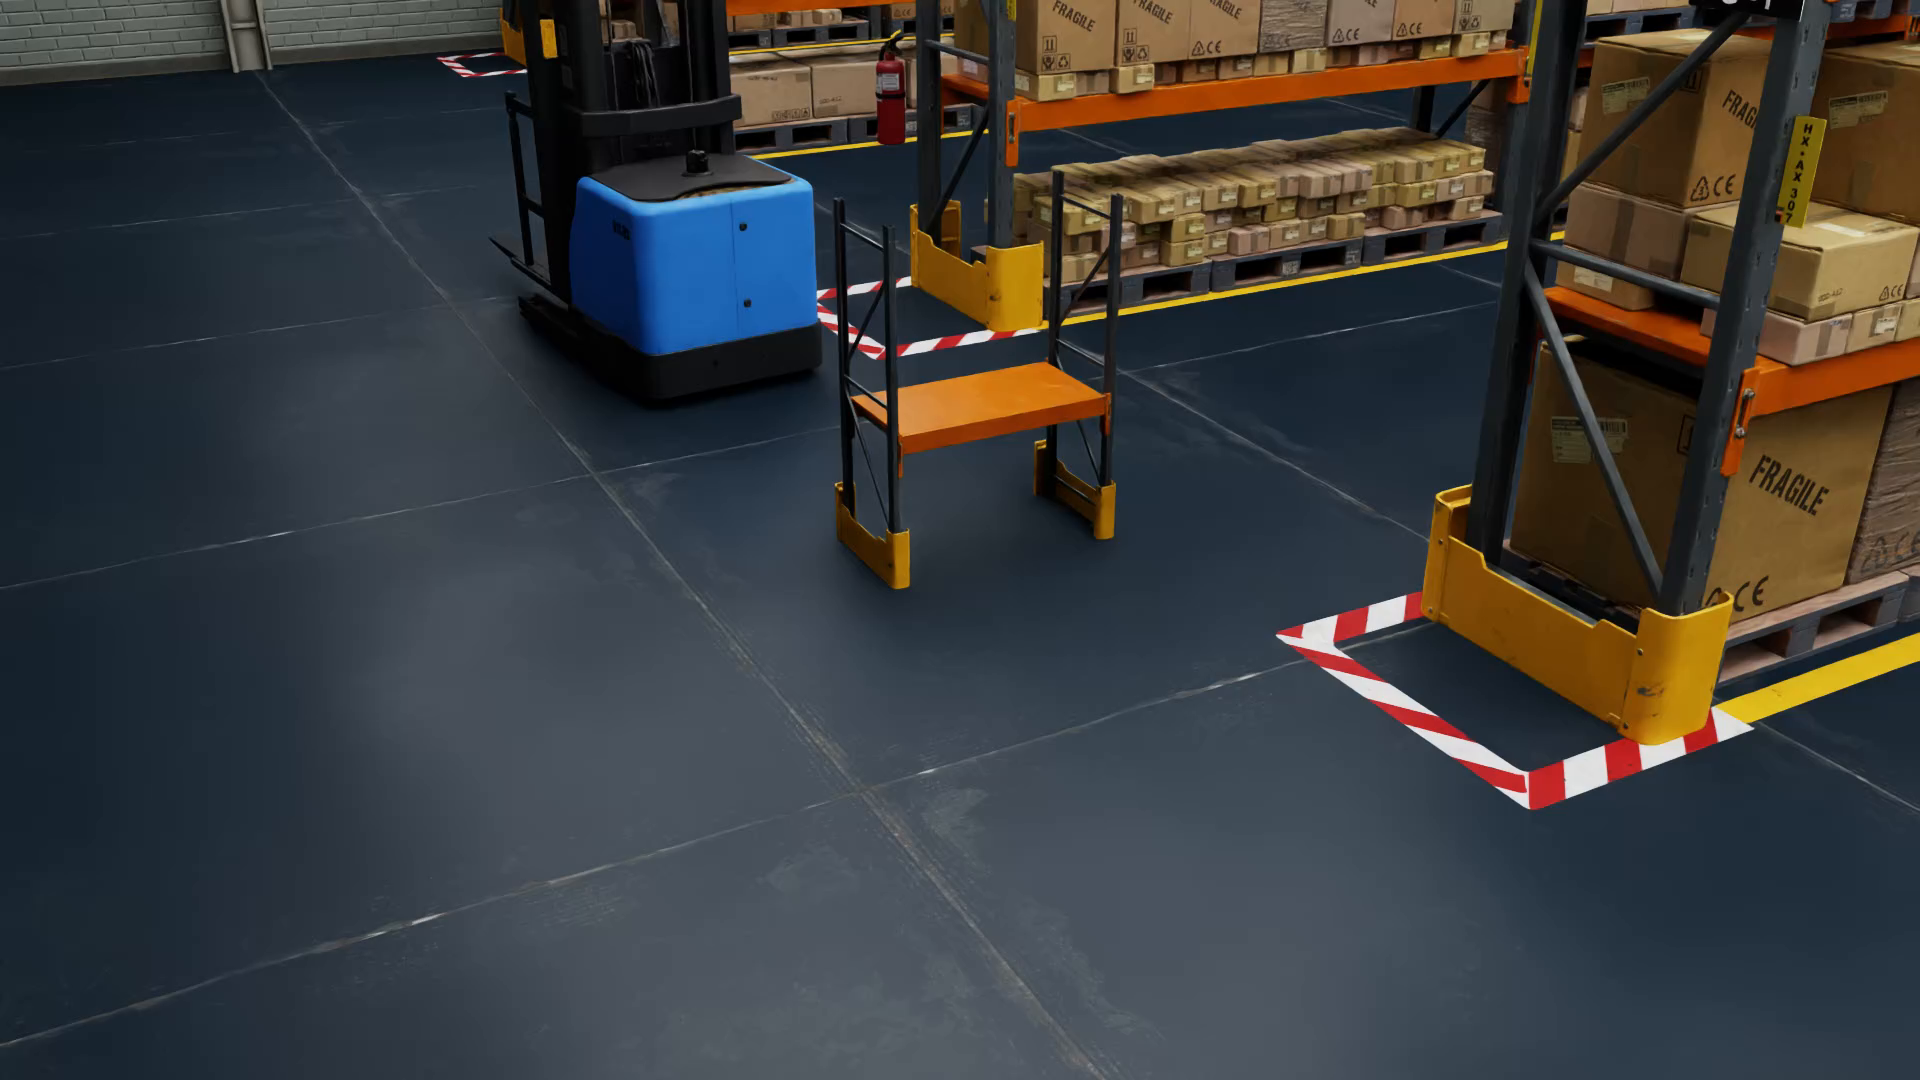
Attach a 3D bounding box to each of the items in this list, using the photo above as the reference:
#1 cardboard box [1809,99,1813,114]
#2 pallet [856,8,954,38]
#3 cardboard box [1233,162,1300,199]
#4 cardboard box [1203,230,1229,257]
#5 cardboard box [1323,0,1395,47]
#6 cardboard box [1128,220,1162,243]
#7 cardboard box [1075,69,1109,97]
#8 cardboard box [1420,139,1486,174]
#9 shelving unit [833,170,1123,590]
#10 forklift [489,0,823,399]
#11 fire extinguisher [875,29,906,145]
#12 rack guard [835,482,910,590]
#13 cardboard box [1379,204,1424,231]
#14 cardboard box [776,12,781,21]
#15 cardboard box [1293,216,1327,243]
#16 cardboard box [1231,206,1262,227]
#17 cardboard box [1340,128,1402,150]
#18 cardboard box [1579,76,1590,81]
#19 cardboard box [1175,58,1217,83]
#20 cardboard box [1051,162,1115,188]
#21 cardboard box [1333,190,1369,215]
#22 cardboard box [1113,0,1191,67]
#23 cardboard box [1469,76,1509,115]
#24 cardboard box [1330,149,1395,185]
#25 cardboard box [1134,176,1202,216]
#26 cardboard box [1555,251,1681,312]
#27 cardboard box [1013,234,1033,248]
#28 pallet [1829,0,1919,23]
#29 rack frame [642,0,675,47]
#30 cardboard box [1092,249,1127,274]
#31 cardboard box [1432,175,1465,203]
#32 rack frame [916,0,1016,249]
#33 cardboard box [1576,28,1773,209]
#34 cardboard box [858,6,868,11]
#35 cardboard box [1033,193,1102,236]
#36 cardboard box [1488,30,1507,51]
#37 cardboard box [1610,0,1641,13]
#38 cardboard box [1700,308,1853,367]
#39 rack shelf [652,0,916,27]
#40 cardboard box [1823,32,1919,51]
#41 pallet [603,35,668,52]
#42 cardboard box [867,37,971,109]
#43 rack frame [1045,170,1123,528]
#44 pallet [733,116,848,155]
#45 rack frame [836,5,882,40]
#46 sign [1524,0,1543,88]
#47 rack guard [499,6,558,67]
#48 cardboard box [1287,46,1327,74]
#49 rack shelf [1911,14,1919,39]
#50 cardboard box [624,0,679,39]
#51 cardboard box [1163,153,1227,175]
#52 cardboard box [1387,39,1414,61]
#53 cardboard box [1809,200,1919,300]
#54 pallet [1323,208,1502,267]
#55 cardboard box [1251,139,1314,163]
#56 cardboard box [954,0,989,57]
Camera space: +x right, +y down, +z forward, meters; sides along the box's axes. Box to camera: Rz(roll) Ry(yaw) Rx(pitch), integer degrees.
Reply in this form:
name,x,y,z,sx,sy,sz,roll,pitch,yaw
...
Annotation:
name,x,y,z,sx,sy,sz,roll,pitch,yaw
cardboard box,6.163,-3.161,12.770,0.500,0.500,0.500,-12,28,-23
pallet,-0.506,-6.309,20.148,1.213,0.211,1.003,-13,29,-25
cardboard box,1.973,-2.320,10.737,0.250,0.149,0.380,-13,29,-25
cardboard box,1.500,-1.932,10.617,0.250,0.149,0.380,-13,29,-25
cardboard box,2.359,-3.388,10.382,0.500,0.500,0.500,-13,29,-25
cardboard box,1.047,-1.972,10.356,0.250,0.149,0.380,-13,28,-24
cardboard box,0.667,-2.702,9.703,0.250,0.149,0.380,-12,28,-23
cardboard box,3.360,-2.622,11.367,0.250,0.149,0.380,-12,28,-24
shelving unit,0.067,-0.692,6.958,1.083,1.500,0.587,-13,29,-25
forklift,-1.976,-2.640,9.361,1.130,2.935,3.031,-16,30,-29
fire extinguisher,-0.418,-2.729,9.989,0.183,0.674,0.296,-13,29,-25
rack guard,-0.372,-0.027,7.017,0.087,0.250,0.587,-13,29,-25
cardboard box,2.894,-2.216,11.209,0.250,0.149,0.380,-14,29,-27
cardboard box,-2.283,-6.158,19.419,0.250,0.149,0.380,-13,29,-26
cardboard box,2.190,-2.078,10.920,0.250,0.149,0.380,-12,28,-24
cardboard box,1.734,-2.144,10.715,0.250,0.149,0.380,-11,28,-22
cardboard box,2.879,-2.770,11.674,0.250,0.149,0.380,-12,28,-23
cardboard box,4.796,-3.181,11.947,0.500,0.250,0.500,-12,28,-24
cardboard box,1.345,-2.888,10.089,0.250,0.149,0.380,-13,29,-26
cardboard box,0.787,-2.315,10.726,0.250,0.149,0.380,-14,29,-26
cardboard box,2.479,-2.280,10.999,0.250,0.149,0.380,-12,28,-24
cardboard box,1.008,-3.091,9.763,0.500,0.500,0.500,-13,29,-25
cardboard box,4.089,-3.271,12.133,0.500,0.250,0.500,-14,29,-26
cardboard box,2.671,-2.479,11.068,0.250,0.149,0.380,-12,28,-23
cardboard box,1.293,-2.143,10.369,0.250,0.149,0.380,-15,29,-28
cardboard box,2.426,-0.977,6.110,0.250,0.149,0.380,-12,28,-24
cardboard box,0.388,-1.898,10.546,0.250,0.149,0.380,-12,28,-24
pallet,6.502,-4.164,12.679,1.003,0.211,1.213,-13,29,-25
rack frame,-2.397,-4.677,13.525,0.127,3.000,1.000,-13,29,-25
cardboard box,0.827,-1.780,10.301,0.250,0.149,0.380,-13,29,-25
cardboard box,3.190,-2.415,11.278,0.250,0.149,0.380,-14,29,-28
rack frame,0.022,-2.807,9.631,0.127,3.000,1.000,-13,29,-25
cardboard box,2.573,-1.496,5.864,0.500,0.500,0.500,-13,28,-24
cardboard box,-0.912,-6.662,20.063,0.500,0.500,0.500,-13,29,-25
cardboard box,0.644,-1.956,9.980,0.250,0.149,0.380,-14,29,-27
cardboard box,3.409,-3.361,11.075,0.250,0.149,0.380,-13,29,-26
cardboard box,4.357,-3.661,11.215,0.250,0.149,0.380,-13,28,-24
cardboard box,2.735,-0.725,5.585,0.250,0.149,0.380,-13,28,-25
rack shelf,-0.632,-4.760,14.530,4.000,0.370,1.077,-13,29,-25
cardboard box,7.660,-3.701,13.607,0.750,0.750,1.050,-13,29,-26
pallet,-3.966,-5.493,18.447,1.213,0.211,1.003,-13,29,-25
cardboard box,-0.261,-4.256,15.125,0.875,0.438,0.875,-14,29,-27
rack frame,0.524,-0.797,7.177,0.032,1.500,0.500,-13,29,-25
pallet,-1.728,-3.613,14.530,1.213,0.211,1.003,-13,29,-25
rack frame,-1.206,-7.387,19.169,0.127,3.000,1.000,-13,29,-25
sign,2.023,-1.731,5.778,0.005,0.325,0.100,-13,29,-25
rack guard,-4.669,-5.460,18.045,0.348,0.500,1.175,-13,29,-25
cardboard box,2.064,-3.015,10.354,0.250,0.149,0.380,-12,28,-24
rack shelf,8.845,-4.519,14.029,4.000,0.370,1.077,-13,29,-25
cardboard box,-3.379,-5.882,18.438,0.500,0.500,0.700,-12,28,-23
cardboard box,1.541,-2.430,10.968,0.250,0.149,0.380,-14,29,-27
cardboard box,2.710,-3.209,10.758,0.250,0.149,0.380,-14,29,-27
cardboard box,3.273,-1.062,5.825,0.500,0.250,0.500,-13,29,-26
pallet,2.975,-2.214,11.618,1.213,0.211,1.003,-13,29,-25
cardboard box,2.196,-2.617,11.356,0.250,0.149,0.380,-12,28,-24
cardboard box,0.297,-3.176,9.940,0.500,0.500,0.500,-12,28,-24
